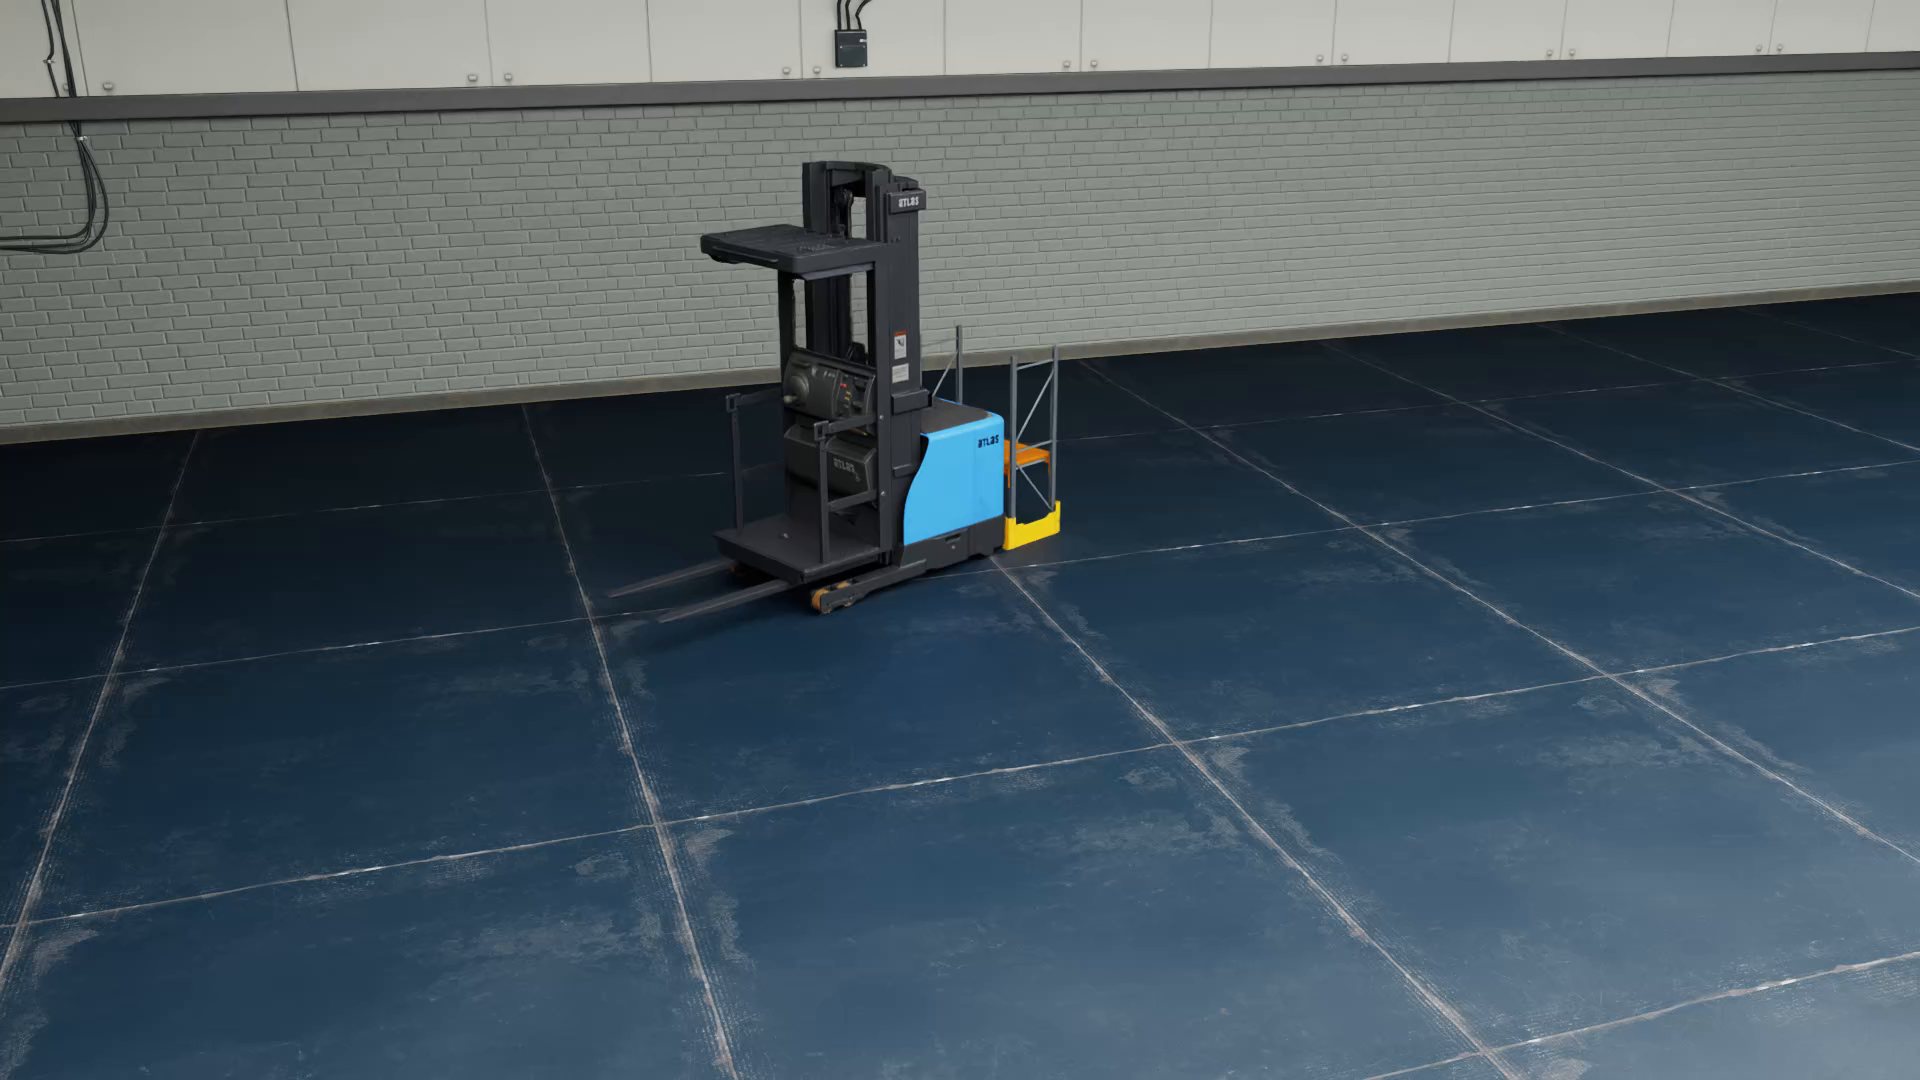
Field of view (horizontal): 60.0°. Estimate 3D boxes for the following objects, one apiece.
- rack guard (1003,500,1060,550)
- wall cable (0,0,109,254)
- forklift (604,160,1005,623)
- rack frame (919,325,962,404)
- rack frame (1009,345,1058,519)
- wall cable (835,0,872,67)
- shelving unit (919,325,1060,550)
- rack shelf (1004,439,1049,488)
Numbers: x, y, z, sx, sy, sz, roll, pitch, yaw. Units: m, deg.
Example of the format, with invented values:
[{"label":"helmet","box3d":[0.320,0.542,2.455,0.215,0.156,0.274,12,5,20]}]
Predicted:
[{"label":"rack guard","box3d":[0.555,-0.121,12.883,0.087,0.250,0.587,18,27,41]},{"label":"wall cable","box3d":[-9.152,-3.616,14.265,3.097,2.526,0.112,-6,21,-17]},{"label":"forklift","box3d":[-1.076,-1.069,11.556,3.031,2.935,1.130,-18,26,-40]},{"label":"rack frame","box3d":[-0.167,-0.950,13.343,0.032,1.500,0.500,18,27,41]},{"label":"rack frame","box3d":[0.556,-0.709,12.671,0.032,1.500,0.500,18,27,41]},{"label":"wall cable","box3d":[-0.134,-7.681,15.959,2.305,6.003,0.169,-6,21,-17]},{"label":"shelving unit","box3d":[0.201,-0.827,13.001,1.083,1.500,0.587,18,27,41]},{"label":"rack shelf","box3d":[0.194,-0.660,13.068,1.000,0.185,0.538,18,27,41]}]
